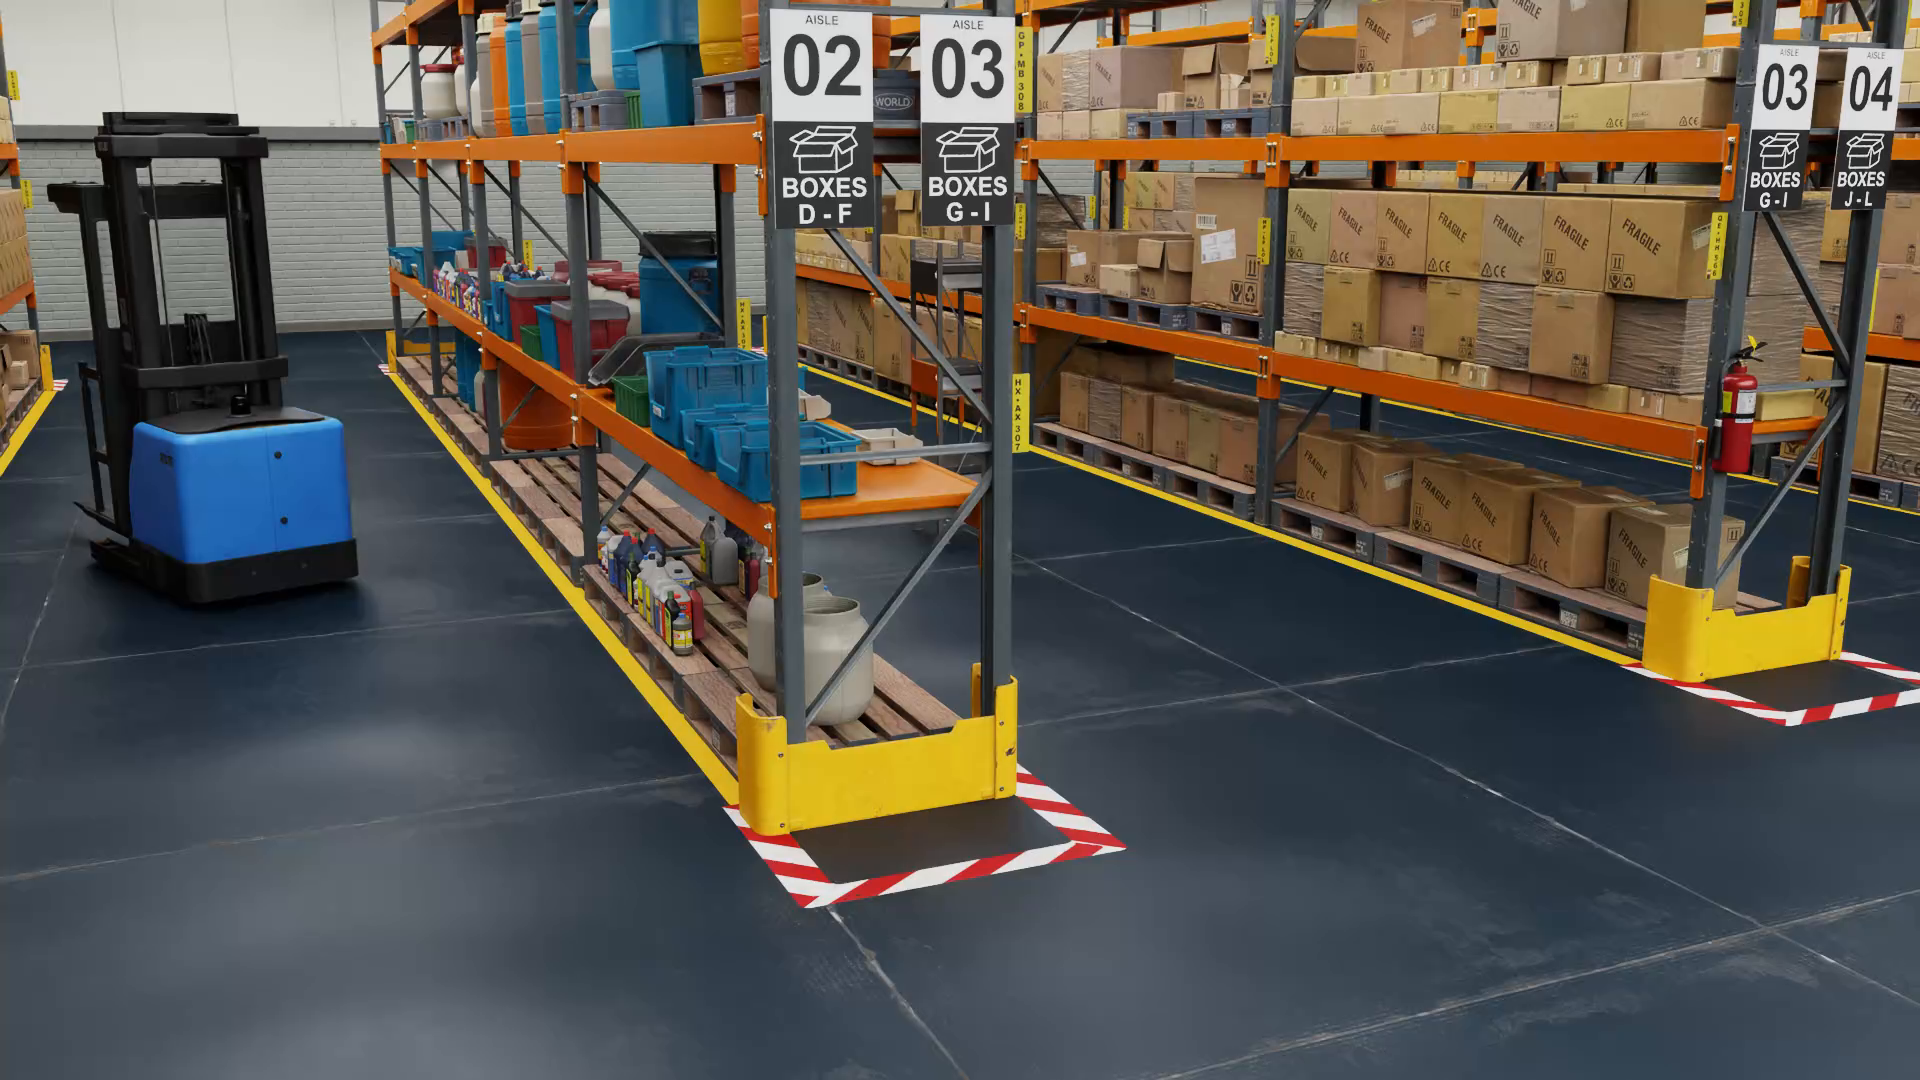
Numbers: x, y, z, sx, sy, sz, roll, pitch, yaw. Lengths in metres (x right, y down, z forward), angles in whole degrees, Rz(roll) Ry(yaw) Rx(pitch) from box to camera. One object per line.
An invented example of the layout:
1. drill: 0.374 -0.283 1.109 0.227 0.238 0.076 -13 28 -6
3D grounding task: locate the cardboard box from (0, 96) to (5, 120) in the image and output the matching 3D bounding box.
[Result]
1. cardboard box: -10.575 -4.643 17.851 0.500 0.250 0.500 -6 14 -23

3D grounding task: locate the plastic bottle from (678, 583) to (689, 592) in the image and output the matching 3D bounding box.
1. plastic bottle: -1.512 0.333 9.007 0.097 0.201 0.097 0 13 0

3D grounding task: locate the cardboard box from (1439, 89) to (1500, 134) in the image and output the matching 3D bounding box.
1. cardboard box: 3.240 -2.564 9.976 0.500 0.250 0.500 -6 14 -24

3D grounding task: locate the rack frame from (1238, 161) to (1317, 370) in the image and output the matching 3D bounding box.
1. rack frame: 4.050 -3.692 21.171 1.000 3.000 0.127 -6 14 -23

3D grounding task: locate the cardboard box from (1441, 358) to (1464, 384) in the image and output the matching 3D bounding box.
1. cardboard box: 3.235 -1.062 10.364 0.380 0.149 0.250 -6 14 -23

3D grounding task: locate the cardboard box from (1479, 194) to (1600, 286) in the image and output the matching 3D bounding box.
1. cardboard box: 3.422 -1.764 9.742 0.500 0.500 0.500 -6 14 -23

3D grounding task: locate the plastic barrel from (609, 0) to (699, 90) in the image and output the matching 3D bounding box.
1. plastic barrel: -1.568 -2.860 8.879 0.600 0.901 0.708 -6 14 -23

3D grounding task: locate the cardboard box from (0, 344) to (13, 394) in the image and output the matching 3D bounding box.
1. cardboard box: -10.370 -1.757 17.370 0.797 0.503 0.637 -6 14 -23

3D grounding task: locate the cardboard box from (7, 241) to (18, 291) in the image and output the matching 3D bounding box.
1. cardboard box: -10.179 -2.864 17.370 0.500 0.500 0.500 -6 14 -24

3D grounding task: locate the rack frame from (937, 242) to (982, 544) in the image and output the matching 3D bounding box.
1. rack frame: 0.031 -1.007 11.563 0.400 2.100 0.015 -6 14 -23

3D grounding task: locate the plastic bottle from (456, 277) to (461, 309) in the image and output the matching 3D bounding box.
1. plastic bottle: -4.609 -2.282 15.335 0.061 0.283 0.133 -6 14 -23

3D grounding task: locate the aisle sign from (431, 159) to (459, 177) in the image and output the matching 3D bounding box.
1. aisle sign: -6.436 -4.952 20.849 0.394 0.787 0.004 -6 14 -23

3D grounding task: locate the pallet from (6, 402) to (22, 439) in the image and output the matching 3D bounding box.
1. pallet: -9.887 -1.155 16.391 1.003 0.211 1.213 -6 14 -23

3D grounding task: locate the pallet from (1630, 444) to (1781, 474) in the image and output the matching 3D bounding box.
1. pallet: 6.877 -0.834 15.004 1.003 0.211 1.213 -6 14 -23

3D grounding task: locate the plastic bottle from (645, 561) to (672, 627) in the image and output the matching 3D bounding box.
1. plastic bottle: -1.605 0.281 8.904 0.144 0.351 0.185 -5 14 -21

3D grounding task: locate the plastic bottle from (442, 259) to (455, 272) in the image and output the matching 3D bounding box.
1. plastic bottle: -5.213 -2.684 16.922 0.144 0.351 0.185 -6 14 -23

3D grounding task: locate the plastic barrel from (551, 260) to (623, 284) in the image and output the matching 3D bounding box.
1. plastic barrel: -3.007 -1.989 13.511 0.600 0.536 0.708 -6 14 -23

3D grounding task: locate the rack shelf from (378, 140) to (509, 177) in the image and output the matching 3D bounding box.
1. rack shelf: -5.874 -4.342 18.921 1.077 0.370 4.000 -6 14 -23

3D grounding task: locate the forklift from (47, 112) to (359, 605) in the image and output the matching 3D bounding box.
1. forklift: -5.196 -1.301 10.991 1.130 2.935 3.031 -12 17 -41

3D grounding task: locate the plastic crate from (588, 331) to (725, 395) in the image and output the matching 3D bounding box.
1. plastic crate: -1.775 -1.015 9.742 0.767 0.338 0.504 -6 14 -23

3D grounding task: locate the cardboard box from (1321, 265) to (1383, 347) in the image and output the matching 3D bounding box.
1. cardboard box: 2.961 -1.601 11.254 0.875 0.500 0.500 -6 14 -23

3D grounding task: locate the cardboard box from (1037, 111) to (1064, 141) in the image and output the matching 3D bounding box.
1. cardboard box: 1.023 -3.707 14.915 0.500 0.250 0.500 -5 14 -22

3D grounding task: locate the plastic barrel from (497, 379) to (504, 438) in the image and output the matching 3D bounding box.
1. plastic barrel: -3.990 -1.192 14.955 0.421 0.512 0.421 0 13 0

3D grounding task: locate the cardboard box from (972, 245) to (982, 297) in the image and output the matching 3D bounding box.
1. cardboard box: 0.448 -2.671 16.535 0.500 0.500 0.500 -6 14 -23

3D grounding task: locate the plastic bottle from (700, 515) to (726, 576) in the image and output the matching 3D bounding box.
1. plastic bottle: -1.478 0.031 9.982 0.144 0.351 0.185 -6 14 -23

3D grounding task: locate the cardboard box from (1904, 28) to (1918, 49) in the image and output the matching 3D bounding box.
1. cardboard box: 7.294 -3.810 12.661 0.380 0.149 0.250 -6 14 -23

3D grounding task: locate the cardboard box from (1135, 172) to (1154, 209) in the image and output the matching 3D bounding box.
1. cardboard box: 2.780 -4.870 23.159 0.500 0.500 0.500 -6 14 -24

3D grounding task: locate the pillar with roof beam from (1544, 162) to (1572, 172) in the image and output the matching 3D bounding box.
1. pillar with roof beam: 7.291 -8.608 29.107 9.100 9.000 0.400 -6 14 -23

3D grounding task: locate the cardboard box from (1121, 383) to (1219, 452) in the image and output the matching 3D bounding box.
1. cardboard box: 1.822 -1.069 14.404 0.700 0.500 0.500 -4 14 -18

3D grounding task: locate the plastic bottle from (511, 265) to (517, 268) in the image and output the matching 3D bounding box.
1. plastic bottle: -4.619 -2.705 17.181 0.152 0.276 0.135 -6 14 -23

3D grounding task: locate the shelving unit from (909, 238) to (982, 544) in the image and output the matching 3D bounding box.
1. shelving unit: -0.066 -1.057 11.781 0.431 2.100 0.503 -6 14 -23

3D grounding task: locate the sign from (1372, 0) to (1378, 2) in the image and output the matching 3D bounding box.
1. sign: 6.432 -8.393 25.753 0.100 0.325 0.005 -6 14 -23

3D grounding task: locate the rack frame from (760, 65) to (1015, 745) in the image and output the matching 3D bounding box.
1. rack frame: -0.266 -0.339 6.681 1.000 3.000 0.127 -6 14 -23

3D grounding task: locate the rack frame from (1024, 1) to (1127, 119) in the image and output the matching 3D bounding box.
1. rack frame: 1.067 -5.362 15.079 1.000 3.000 0.127 -6 14 -23

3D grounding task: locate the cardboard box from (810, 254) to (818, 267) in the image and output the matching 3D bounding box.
1. cardboard box: -1.680 -3.549 21.107 0.380 0.149 0.250 -6 14 -24

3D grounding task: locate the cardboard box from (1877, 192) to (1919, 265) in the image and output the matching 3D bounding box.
1. cardboard box: 7.698 -2.456 13.103 0.875 0.550 0.550 -6 14 -23

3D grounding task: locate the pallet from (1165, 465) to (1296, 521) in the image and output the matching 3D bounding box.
1. pallet: 2.357 -0.415 13.193 1.003 0.211 1.213 -6 14 -23

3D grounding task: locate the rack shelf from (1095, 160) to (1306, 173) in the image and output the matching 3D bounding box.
1. rack shelf: 3.249 -5.217 22.700 1.077 0.370 4.000 -6 14 -23

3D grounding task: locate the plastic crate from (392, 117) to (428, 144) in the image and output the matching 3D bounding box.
1. plastic crate: -6.070 -4.562 18.540 0.437 0.282 0.530 -6 14 -23

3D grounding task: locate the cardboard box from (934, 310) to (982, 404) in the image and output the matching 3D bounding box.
1. cardboard box: 0.460 -1.938 17.370 1.225 0.875 0.875 -6 14 -23

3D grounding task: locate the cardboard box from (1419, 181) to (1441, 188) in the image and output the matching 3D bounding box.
1. cardboard box: 7.301 -5.186 25.186 0.500 0.500 0.500 -6 14 -23

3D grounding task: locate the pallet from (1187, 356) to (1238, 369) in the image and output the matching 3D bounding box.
1. pallet: 3.749 -2.469 22.072 1.003 0.211 1.213 -6 14 -23

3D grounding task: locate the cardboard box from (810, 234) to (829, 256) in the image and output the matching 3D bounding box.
1. cardboard box: -1.566 -3.722 20.971 0.500 0.250 0.500 -6 14 -24

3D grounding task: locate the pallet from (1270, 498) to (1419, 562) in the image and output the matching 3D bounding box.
1. pallet: 2.971 -0.118 11.913 1.003 0.211 1.213 -6 14 -23

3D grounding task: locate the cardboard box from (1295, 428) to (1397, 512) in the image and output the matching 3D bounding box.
1. cardboard box: 2.793 -0.513 12.046 0.500 0.500 0.500 -6 14 -25

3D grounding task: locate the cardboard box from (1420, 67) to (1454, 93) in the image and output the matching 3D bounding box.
1. cardboard box: 3.074 -2.834 10.259 0.380 0.149 0.250 -6 14 -24

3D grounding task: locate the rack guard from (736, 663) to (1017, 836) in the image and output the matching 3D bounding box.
1. rack guard: -0.340 0.868 7.012 1.175 0.500 0.348 -6 14 -23

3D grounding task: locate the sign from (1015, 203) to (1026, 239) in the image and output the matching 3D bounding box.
1. sign: 0.560 -2.952 15.405 0.100 0.325 0.005 -6 14 -23

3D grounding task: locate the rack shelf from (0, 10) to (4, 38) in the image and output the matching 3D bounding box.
1. rack shelf: -10.414 -5.355 16.654 1.077 0.370 4.000 -6 14 -23

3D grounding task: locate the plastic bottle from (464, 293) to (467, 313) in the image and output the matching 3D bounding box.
1. plastic bottle: -4.380 -2.134 14.877 0.097 0.201 0.097 0 13 0

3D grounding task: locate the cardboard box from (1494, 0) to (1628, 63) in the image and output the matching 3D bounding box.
1. cardboard box: 3.419 -2.982 9.459 0.500 0.500 0.500 -6 14 -23

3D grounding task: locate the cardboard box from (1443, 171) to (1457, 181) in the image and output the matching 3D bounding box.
1. cardboard box: 7.414 -5.416 24.741 0.380 0.149 0.250 -6 14 -24

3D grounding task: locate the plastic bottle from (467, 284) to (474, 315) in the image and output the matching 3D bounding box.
1. plastic bottle: -4.302 -2.128 14.695 0.097 0.271 0.097 0 13 0

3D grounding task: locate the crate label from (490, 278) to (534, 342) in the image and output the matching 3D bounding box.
1. crate label: -3.321 -1.779 12.826 0.502 0.435 0.616 -6 14 -23

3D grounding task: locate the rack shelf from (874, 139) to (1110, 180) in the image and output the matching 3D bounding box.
1. rack shelf: 0.266 -3.963 17.284 1.077 0.370 4.000 -6 14 -23
